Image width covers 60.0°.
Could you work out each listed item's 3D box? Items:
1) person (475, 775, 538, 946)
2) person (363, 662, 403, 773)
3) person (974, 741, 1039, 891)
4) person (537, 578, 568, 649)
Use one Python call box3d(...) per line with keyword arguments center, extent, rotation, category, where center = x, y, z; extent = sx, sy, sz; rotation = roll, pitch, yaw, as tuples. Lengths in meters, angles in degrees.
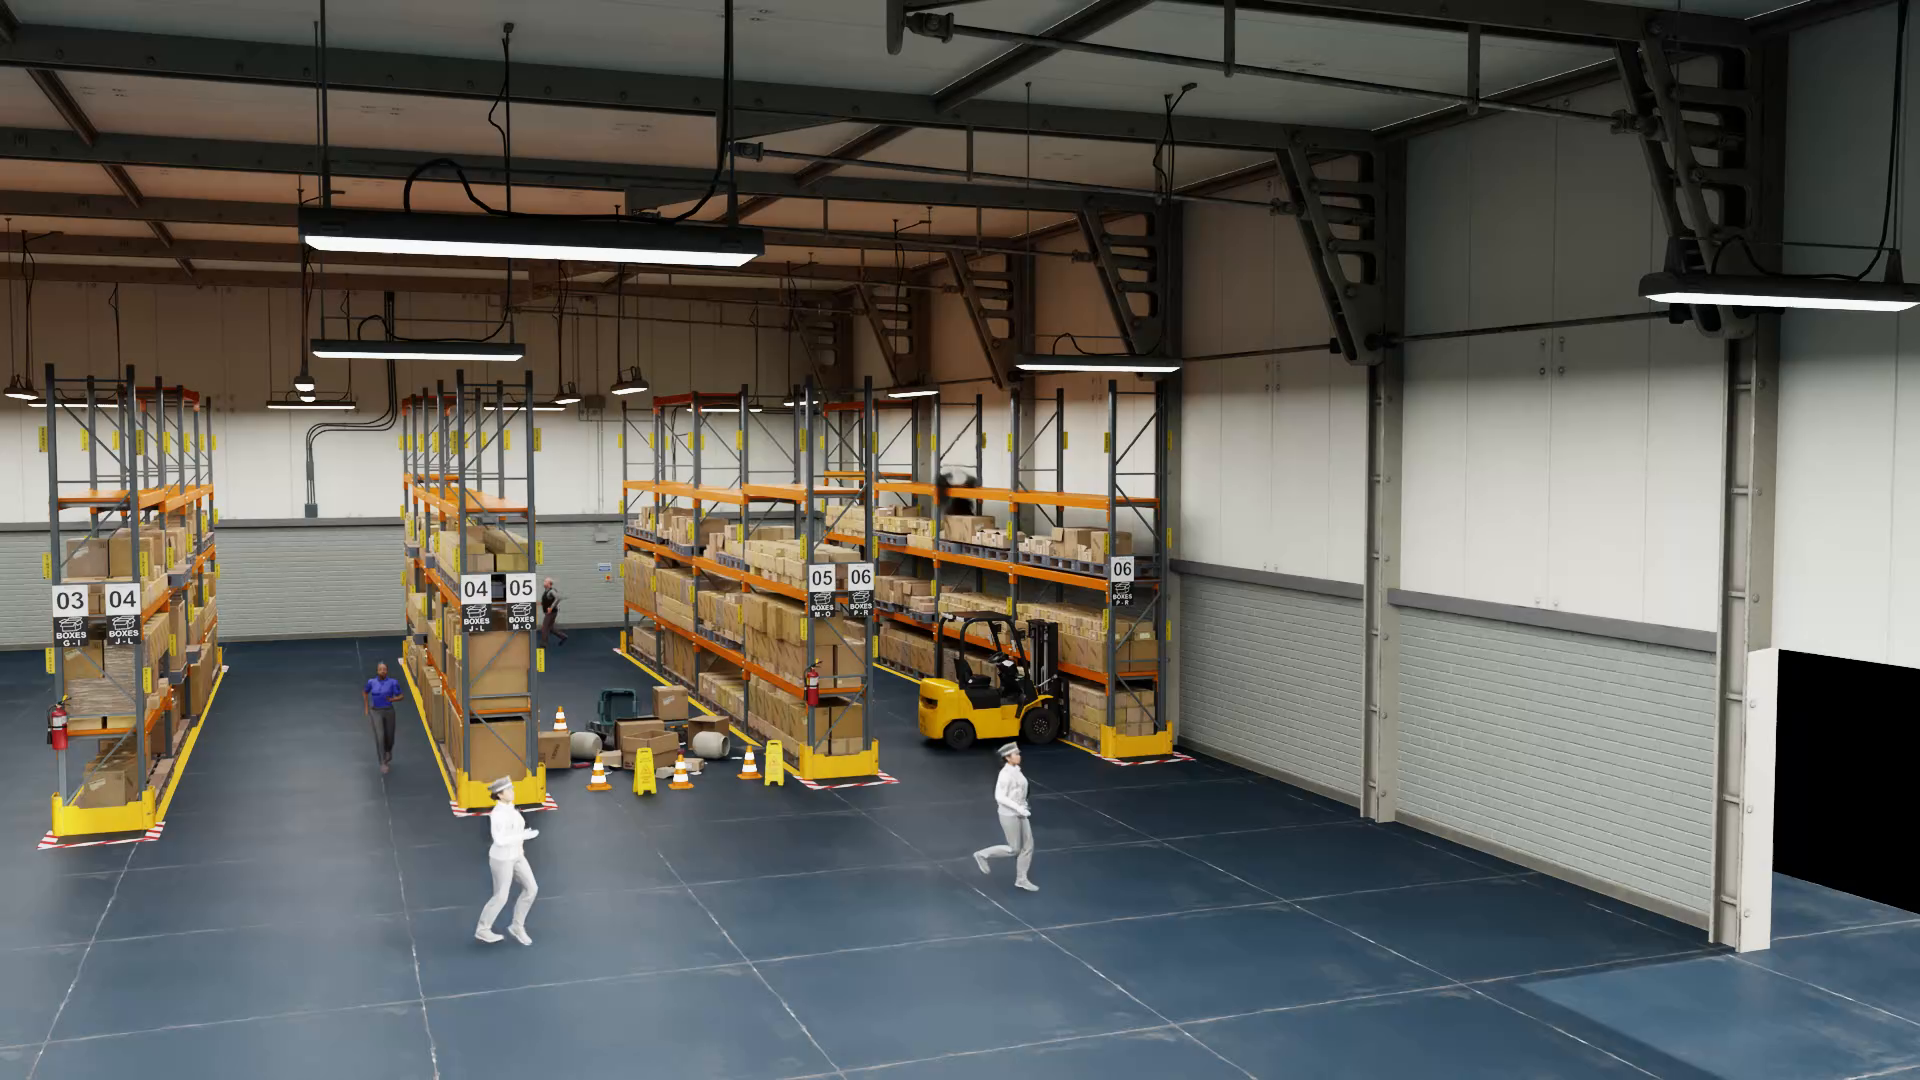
box3d(center=(-4.484, 3.193, 16.515), extent=(0.684, 1.734, 0.592), rotation=(0, 3, 8), category="person")
box3d(center=(-8.810, 2.672, 25.406), extent=(0.576, 1.639, 0.912), rotation=(-1, 4, -22), category="person")
box3d(center=(0.543, 3.088, 18.702), extent=(0.747, 1.682, 0.617), rotation=(1, 4, 20), category="person")
box3d(center=(-9.906, 1.788, 40.297), extent=(0.849, 1.732, 0.680), rotation=(-1, 4, -22), category="person")
